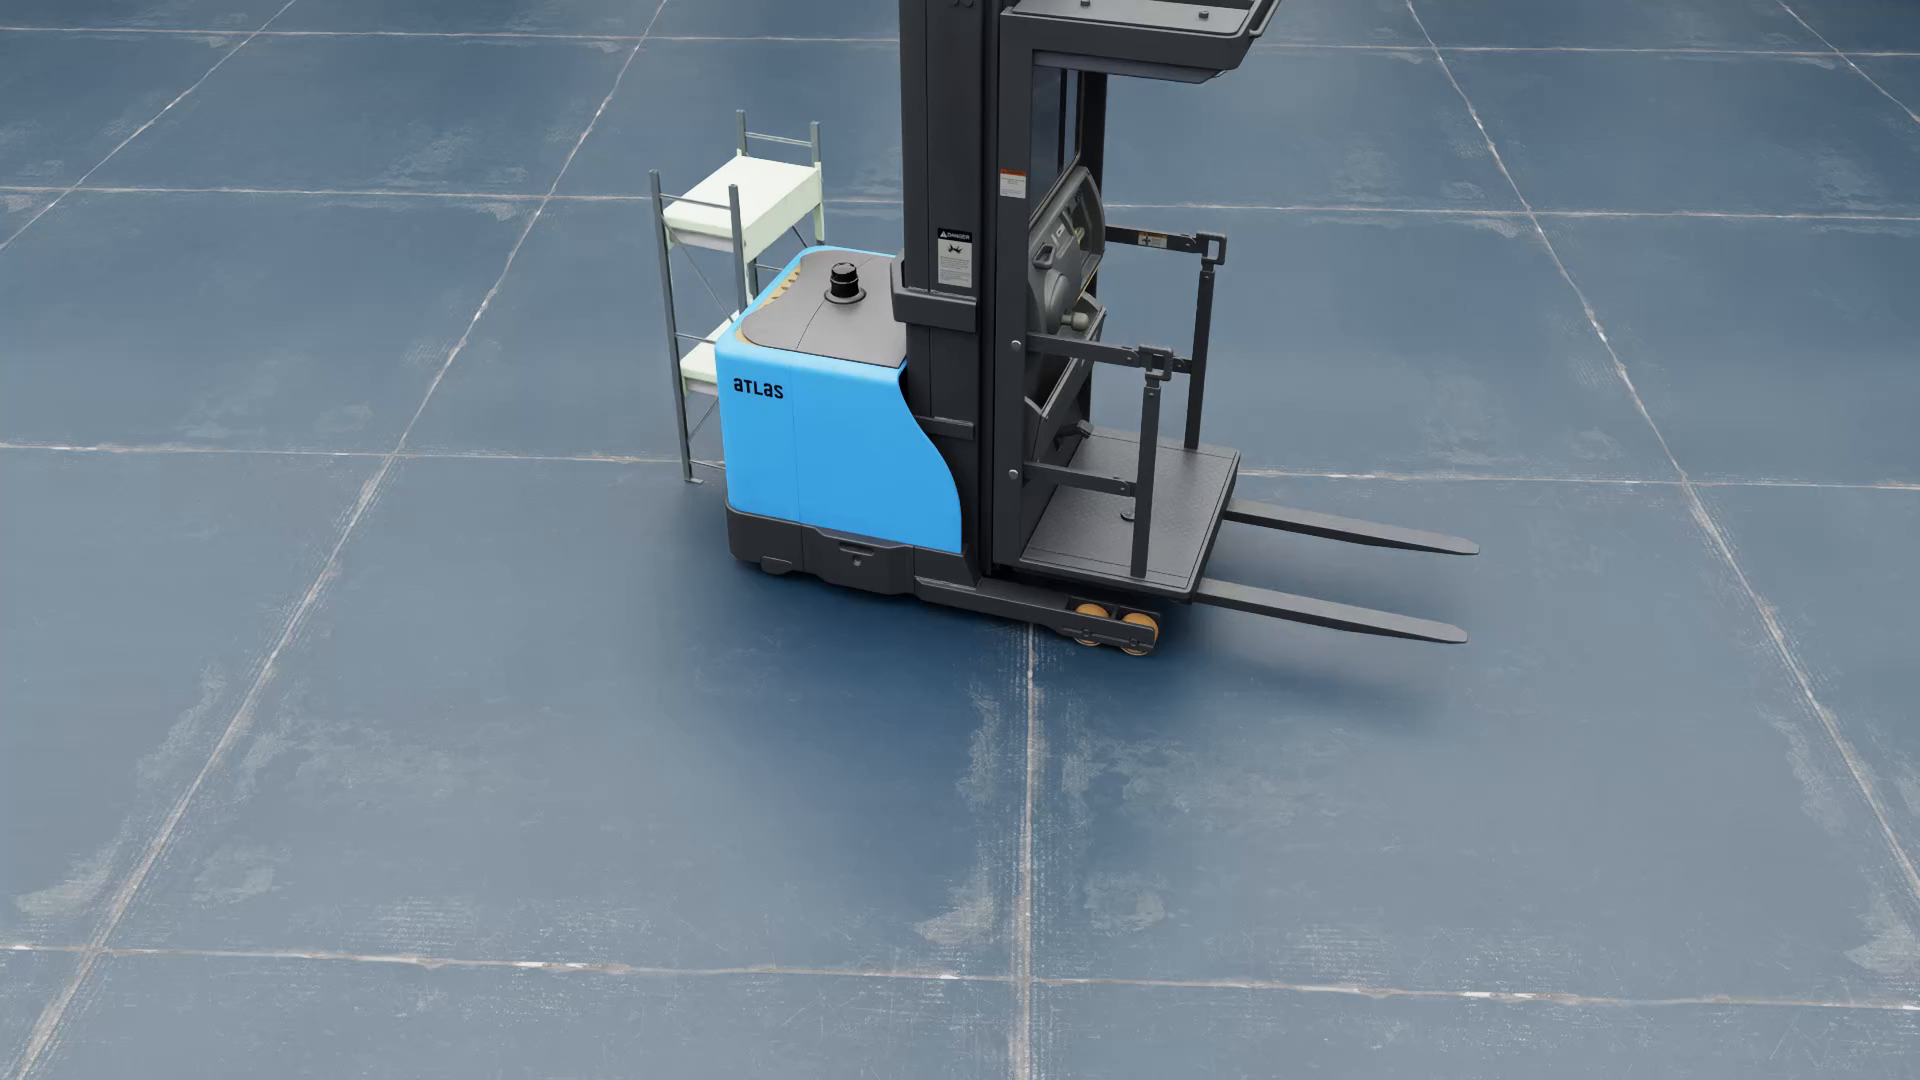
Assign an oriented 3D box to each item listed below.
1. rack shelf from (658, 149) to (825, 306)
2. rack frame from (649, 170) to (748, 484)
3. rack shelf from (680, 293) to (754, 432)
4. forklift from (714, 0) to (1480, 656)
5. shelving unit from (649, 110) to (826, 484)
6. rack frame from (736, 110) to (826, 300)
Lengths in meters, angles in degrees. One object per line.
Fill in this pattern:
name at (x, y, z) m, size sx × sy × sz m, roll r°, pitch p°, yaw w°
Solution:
rack shelf at (-0.939, -1.364, 7.207) m, size 0.431 × 0.370 × 0.720 m, roll 13°, pitch 37°, yaw 18°
rack frame at (-1.079, -0.850, 7.155) m, size 0.400 × 1.500 × 0.023 m, roll 13°, pitch 37°, yaw 18°
rack shelf at (-0.939, -0.778, 7.619) m, size 0.431 × 0.370 × 0.720 m, roll 13°, pitch 37°, yaw 18°
forklift at (0.593, -1.086, 6.246) m, size 3.031 × 2.935 × 1.130 m, roll 11°, pitch 37°, yaw 15°
shelving unit at (-0.939, -1.044, 7.432) m, size 0.431 × 1.500 × 0.755 m, roll 13°, pitch 37°, yaw 18°
rack frame at (-0.800, -1.239, 7.708) m, size 0.400 × 1.500 × 0.023 m, roll 13°, pitch 37°, yaw 18°
